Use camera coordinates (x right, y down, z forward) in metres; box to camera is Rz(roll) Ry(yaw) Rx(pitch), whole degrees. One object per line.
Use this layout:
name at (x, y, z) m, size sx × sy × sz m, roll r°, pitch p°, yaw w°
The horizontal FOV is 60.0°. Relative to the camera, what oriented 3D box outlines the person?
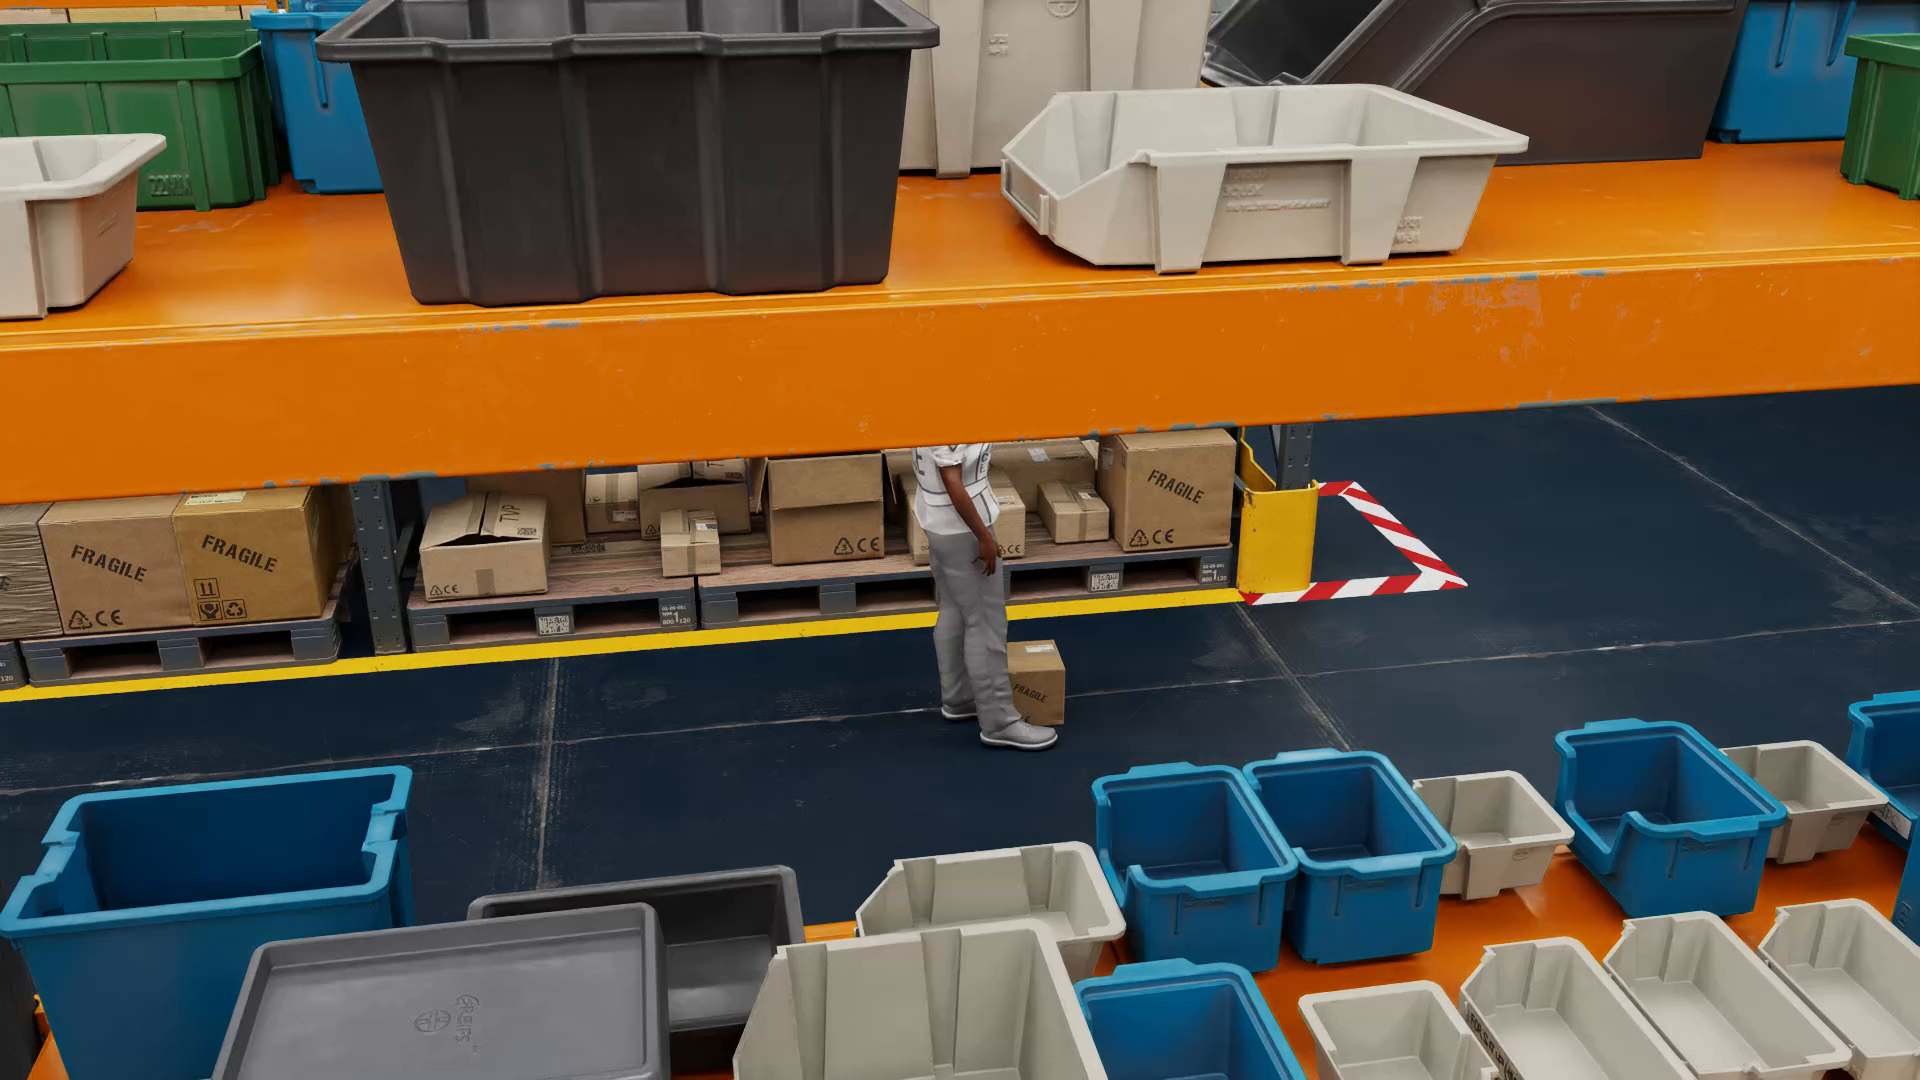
person at (0.071, -0.074, 6.205) m, size 0.529 × 1.694 × 0.569 m, roll -4°, pitch 24°, yaw -10°
